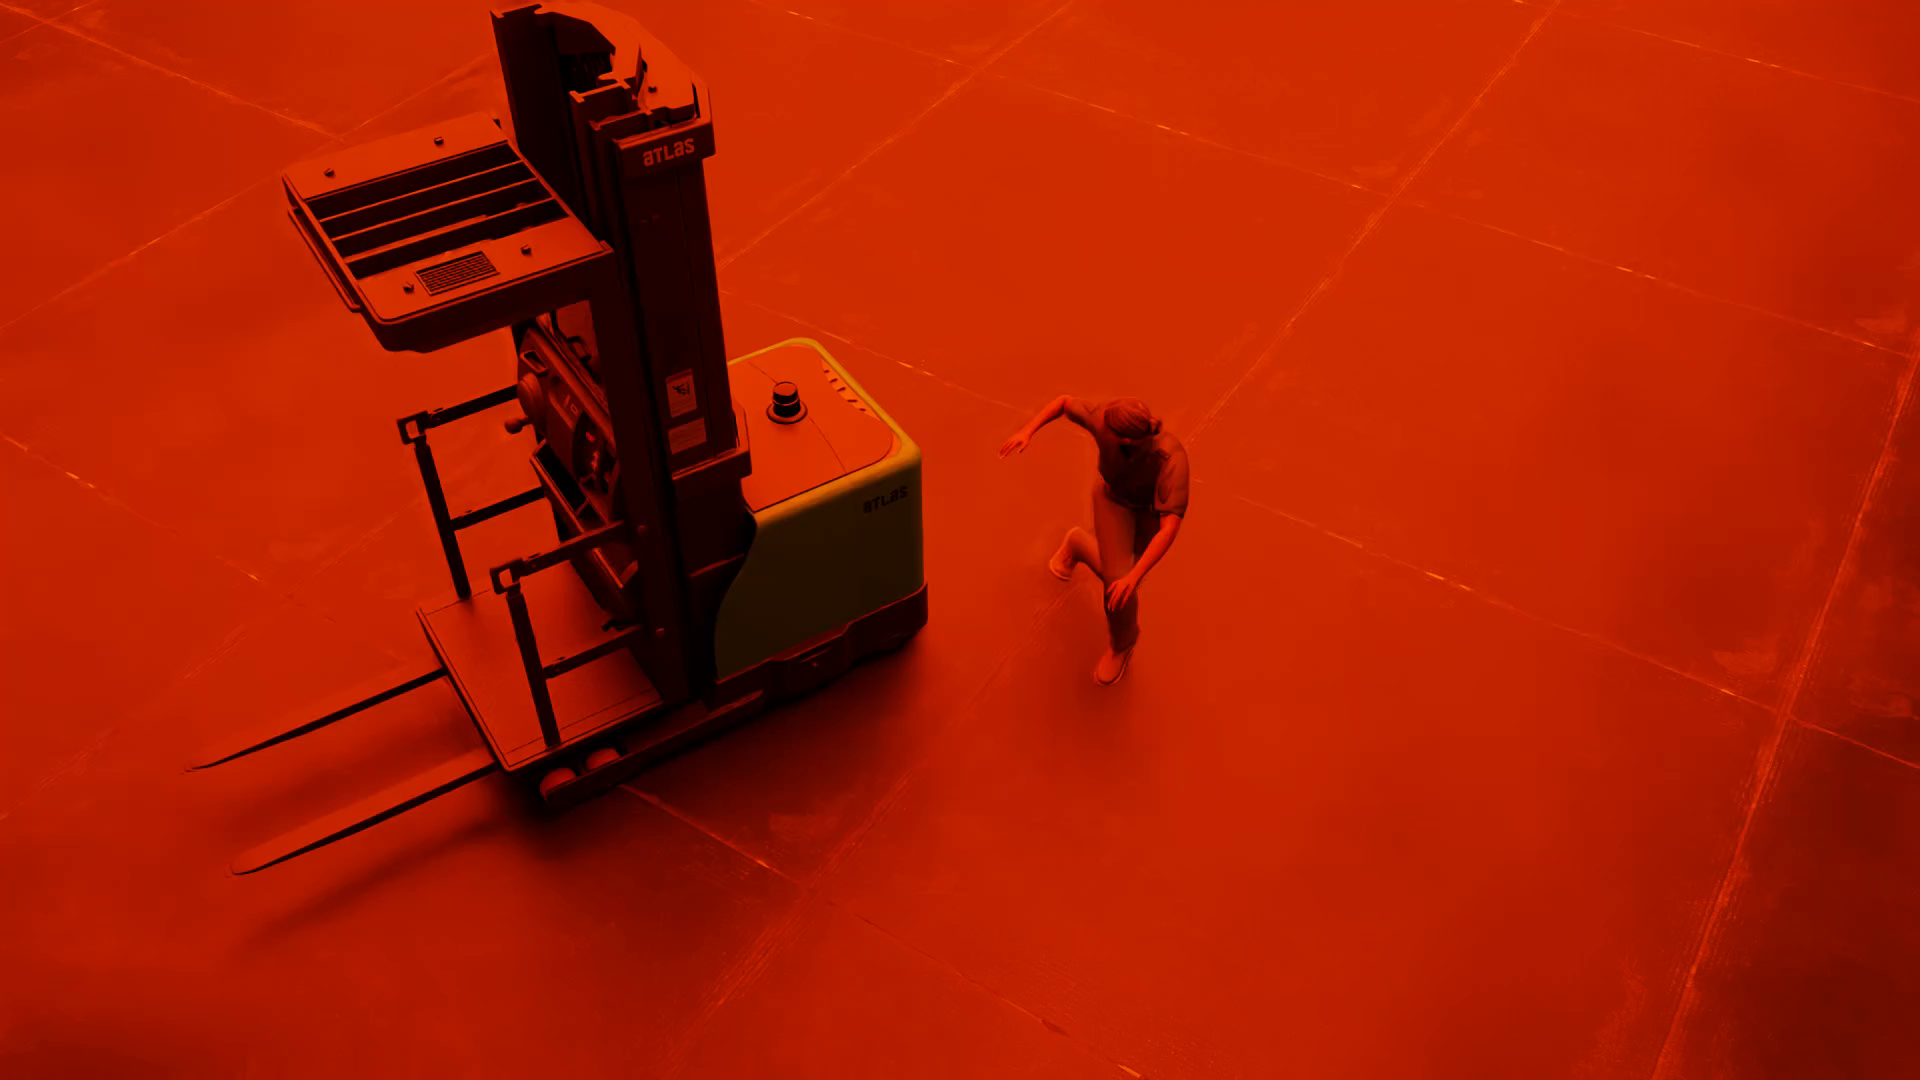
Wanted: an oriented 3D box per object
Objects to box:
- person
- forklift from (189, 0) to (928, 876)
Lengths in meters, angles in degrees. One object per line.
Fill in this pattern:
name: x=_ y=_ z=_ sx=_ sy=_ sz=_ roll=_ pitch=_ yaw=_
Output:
person: x=0.539 y=-0.033 z=6.993 sx=0.795 sy=1.426 sz=1.088 roll=7 pitch=44 yaw=8
forklift: x=-1.661 y=-0.384 z=6.253 sx=3.031 sy=2.935 sz=1.130 roll=-24 pitch=48 yaw=-23
